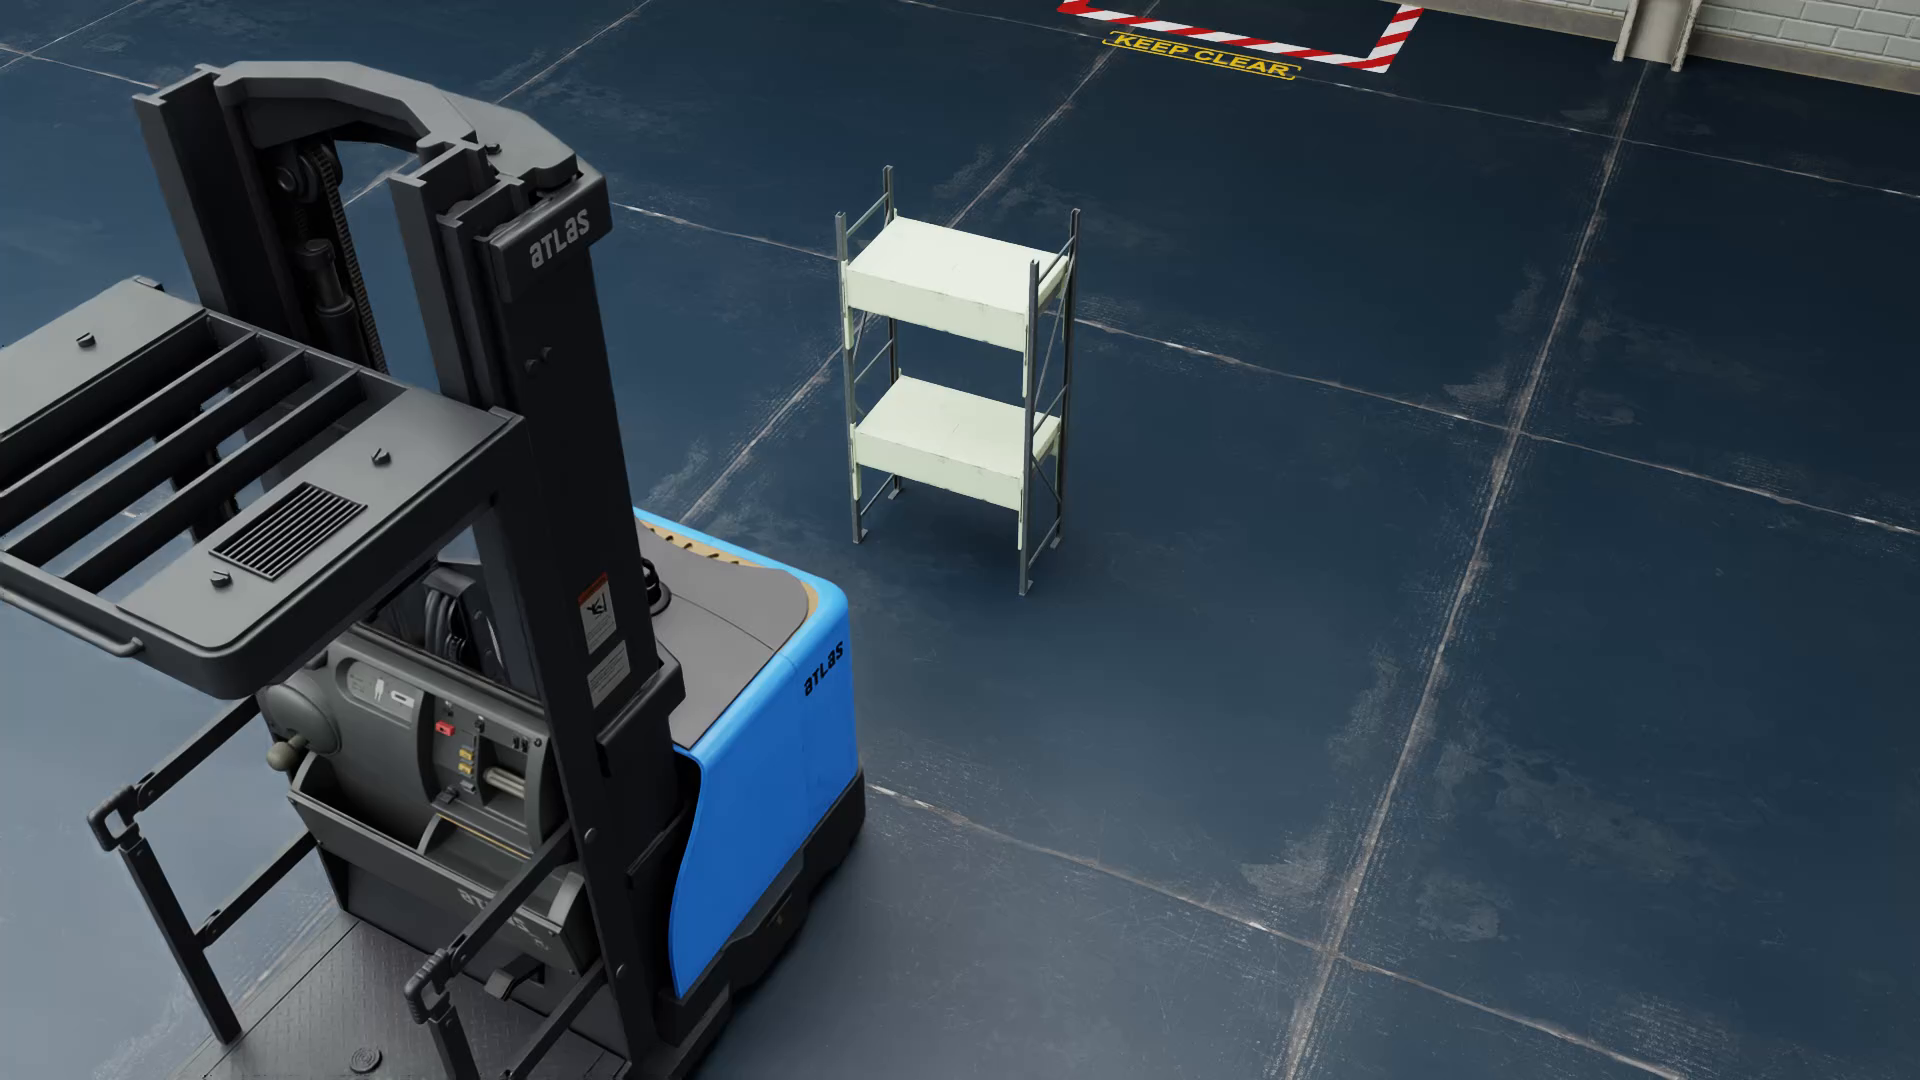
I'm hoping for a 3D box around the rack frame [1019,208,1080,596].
[{"bbox_3d":[0.326,-0.467,6.144,0.023,1.500,0.400,17,44,19],"label":"rack frame"}]

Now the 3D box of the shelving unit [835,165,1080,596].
[{"bbox_3d":[-0.006,-0.569,6.261,0.755,1.500,0.431,17,44,19],"label":"shelving unit"}]

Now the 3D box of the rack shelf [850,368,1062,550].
[{"bbox_3d":[-0.006,-0.322,6.474,0.720,0.370,0.431,17,44,19],"label":"rack shelf"}]

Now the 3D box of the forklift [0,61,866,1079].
[{"bbox_3d":[-1.466,0.542,3.887,1.130,2.935,3.031,20,45,21],"label":"forklift"}]

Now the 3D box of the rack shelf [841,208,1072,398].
[{"bbox_3d":[-0.006,-0.863,6.005,0.720,0.370,0.431,17,44,19],"label":"rack shelf"}]

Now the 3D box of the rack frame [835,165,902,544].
[{"bbox_3d":[-0.338,-0.670,6.378,0.023,1.500,0.400,17,44,19],"label":"rack frame"}]

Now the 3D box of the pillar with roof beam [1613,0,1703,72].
[{"bbox_3d":[2.397,-3.805,4.269,0.400,9.000,9.100,17,44,19],"label":"pillar with roof beam"}]
